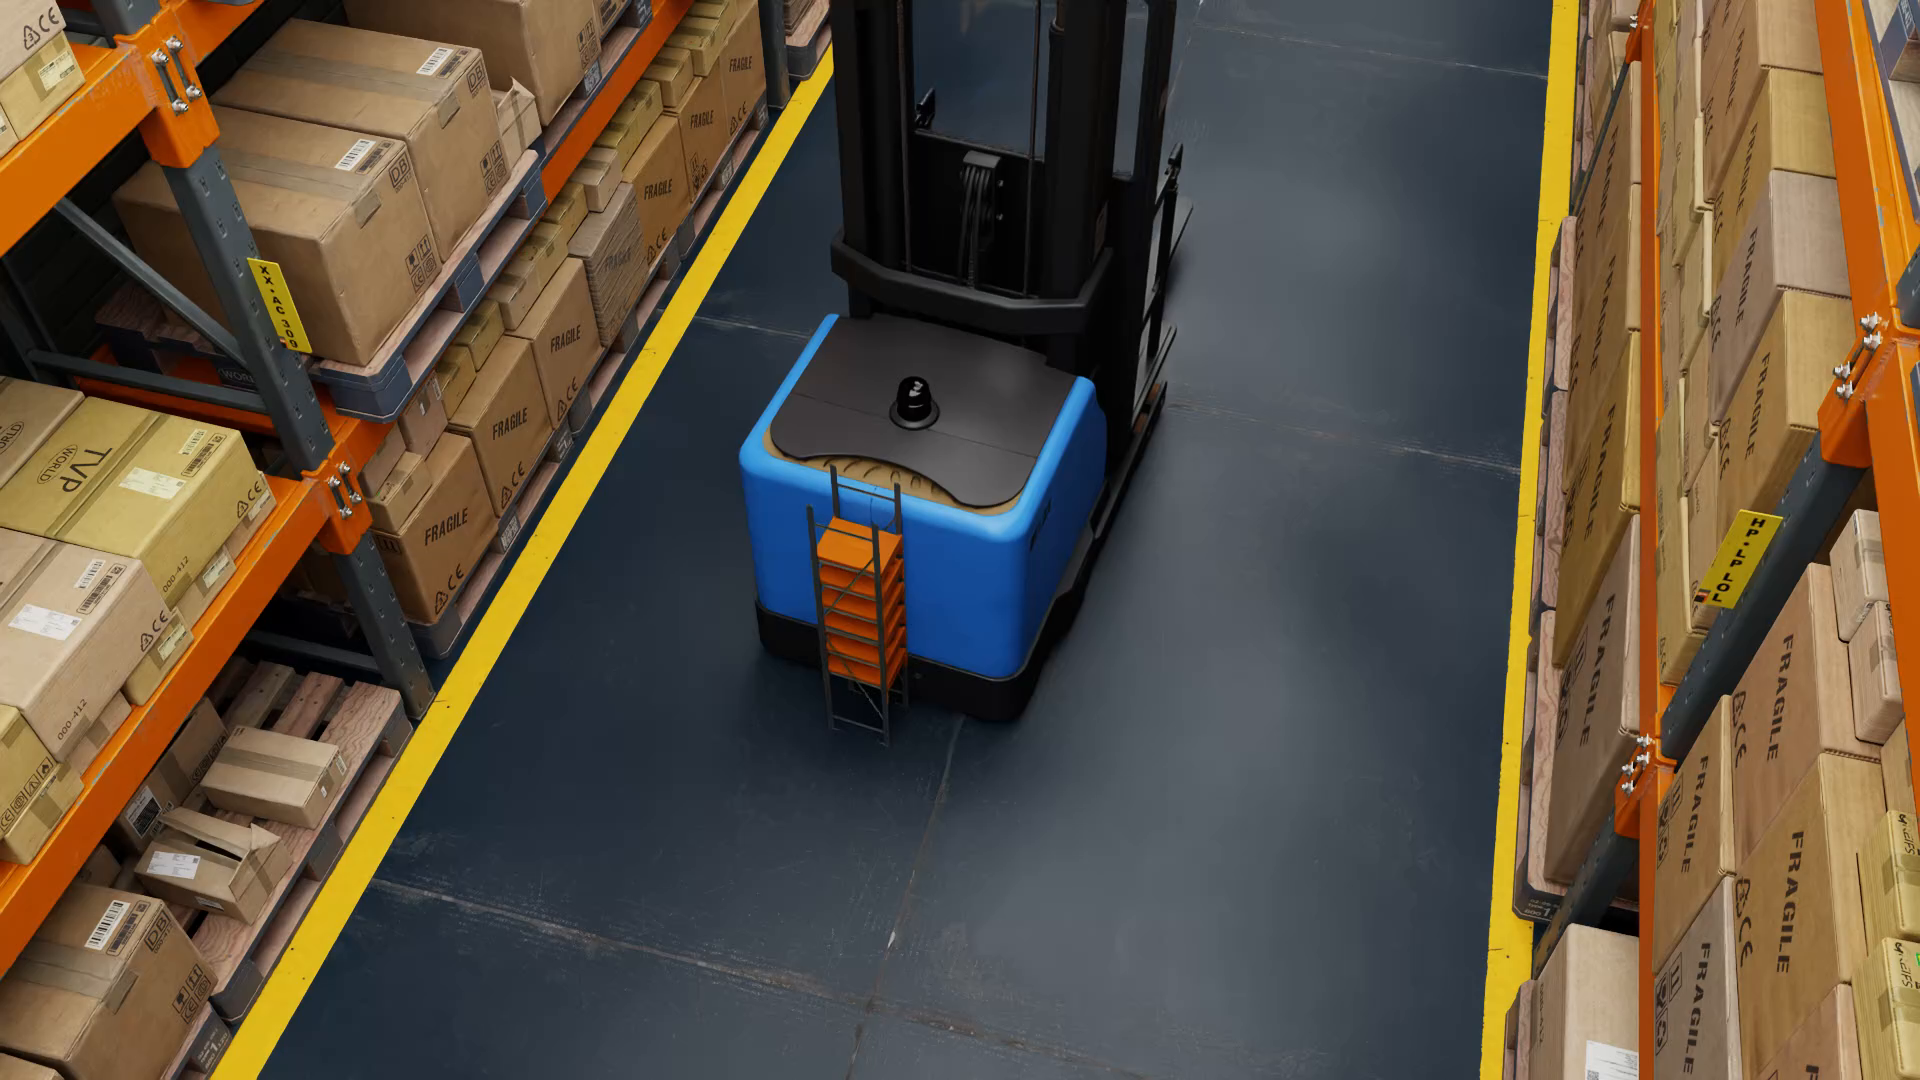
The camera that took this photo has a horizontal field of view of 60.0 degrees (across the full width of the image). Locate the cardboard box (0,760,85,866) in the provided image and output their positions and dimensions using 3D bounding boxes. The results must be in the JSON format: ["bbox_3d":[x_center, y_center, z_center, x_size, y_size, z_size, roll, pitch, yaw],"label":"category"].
[{"bbox_3d":[-2.505,0.653,4.259,0.380,0.149,0.250,11,49,9],"label":"cardboard box"}]

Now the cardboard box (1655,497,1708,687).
[{"bbox_3d":[2.228,0.182,4.608,0.500,0.250,0.500,10,49,9],"label":"cardboard box"}]

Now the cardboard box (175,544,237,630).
[{"bbox_3d":[-2.324,0.086,4.760,0.380,0.149,0.250,13,50,11],"label":"cardboard box"}]

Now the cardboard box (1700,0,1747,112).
[{"bbox_3d":[2.768,-1.711,5.444,0.500,0.500,0.500,13,50,11],"label":"cardboard box"}]

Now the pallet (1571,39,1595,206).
[{"bbox_3d":[3.613,-2.029,8.319,1.003,0.211,1.213,12,50,10],"label":"pallet"}]

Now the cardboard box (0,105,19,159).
[{"bbox_3d":[-2.314,-0.885,3.616,0.380,0.149,0.250,11,50,10],"label":"cardboard box"}]

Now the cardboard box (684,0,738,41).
[{"bbox_3d":[-1.269,-2.483,7.814,0.380,0.149,0.250,9,49,8],"label":"cardboard box"}]

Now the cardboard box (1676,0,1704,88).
[{"bbox_3d":[2.897,-1.811,6.034,0.500,0.250,0.500,13,50,11],"label":"cardboard box"}]

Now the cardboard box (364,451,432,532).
[{"bbox_3d":[-2.085,-0.204,5.803,0.380,0.149,0.250,14,50,12],"label":"cardboard box"}]

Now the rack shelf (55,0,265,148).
[{"bbox_3d":[-1.910,-2.672,5.505,1.077,0.370,4.000,12,50,10],"label":"rack shelf"}]

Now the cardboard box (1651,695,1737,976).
[{"bbox_3d":[1.977,0.761,3.930,0.500,0.500,0.500,13,50,11],"label":"cardboard box"}]

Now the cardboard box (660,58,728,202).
[{"bbox_3d":[-1.429,-1.967,7.792,0.500,0.500,0.500,11,49,9],"label":"cardboard box"}]

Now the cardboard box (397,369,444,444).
[{"bbox_3d":[-2.063,-0.500,5.865,0.380,0.149,0.250,9,49,8],"label":"cardboard box"}]

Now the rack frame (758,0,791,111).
[{"bbox_3d":[-1.384,-3.364,7.637,1.000,3.000,0.127,12,50,10],"label":"rack frame"}]

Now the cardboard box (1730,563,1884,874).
[{"bbox_3d":[1.994,0.439,3.547,0.500,0.500,0.500,12,50,10],"label":"cardboard box"}]

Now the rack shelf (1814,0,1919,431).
[{"bbox_3d":[2.880,-1.695,4.643,1.077,0.370,4.000,12,50,10],"label":"rack shelf"}]

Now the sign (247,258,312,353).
[{"bbox_3d":[-1.911,-0.656,4.669,0.100,0.325,0.005,12,50,10],"label":"sign"}]

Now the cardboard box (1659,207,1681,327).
[{"bbox_3d":[2.646,-0.922,5.582,0.500,0.250,0.500,12,50,10],"label":"cardboard box"}]

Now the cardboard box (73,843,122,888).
[{"bbox_3d":[-2.952,1.079,5.338,0.380,0.149,0.250,11,49,10],"label":"cardboard box"}]

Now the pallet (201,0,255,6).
[{"bbox_3d":[-2.197,-1.859,4.433,1.213,0.211,1.003,12,50,10],"label":"pallet"}]

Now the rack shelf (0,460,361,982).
[{"bbox_3d":[-2.963,1.214,4.077,1.077,0.370,4.000,12,50,10],"label":"rack shelf"}]

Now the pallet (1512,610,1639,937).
[{"bbox_3d":[2.484,0.856,5.773,1.003,0.211,1.213,12,50,10],"label":"pallet"}]

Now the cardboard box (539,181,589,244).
[{"bbox_3d":[-1.759,-1.362,6.825,0.380,0.149,0.250,12,50,10],"label":"cardboard box"}]

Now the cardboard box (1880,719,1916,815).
[{"bbox_3d":[1.941,0.487,3.073,0.380,0.149,0.250,11,49,10],"label":"cardboard box"}]

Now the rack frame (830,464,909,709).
[{"bbox_3d":[-0.301,0.190,5.701,0.240,1.200,0.006,16,50,13],"label":"rack frame"}]

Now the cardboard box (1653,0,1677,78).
[{"bbox_3d":[3.034,-2.033,6.563,0.500,0.250,0.500,11,49,9],"label":"cardboard box"}]

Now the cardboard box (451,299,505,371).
[{"bbox_3d":[-1.971,-0.808,6.336,0.380,0.149,0.250,11,49,9],"label":"cardboard box"}]

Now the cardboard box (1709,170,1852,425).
[{"bbox_3d":[2.358,-0.606,4.470,0.500,0.500,0.500,12,50,11],"label":"cardboard box"}]

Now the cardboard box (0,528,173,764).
[{"bbox_3d":[-2.453,0.262,4.338,0.500,0.250,0.500,12,50,10],"label":"cardboard box"}]

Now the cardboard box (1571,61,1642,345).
[{"bbox_3d":[3.144,-1.340,6.988,0.875,0.875,0.875,11,50,10],"label":"cardboard box"}]

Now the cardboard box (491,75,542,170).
[{"bbox_3d":[-1.701,-1.494,5.797,0.396,0.266,0.258,14,50,12],"label":"cardboard box"}]

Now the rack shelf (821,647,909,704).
[{"bbox_3d":[-0.333,0.443,5.857,0.258,0.103,0.180,16,50,13],"label":"rack shelf"}]

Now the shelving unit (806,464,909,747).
[{"bbox_3d":[-0.333,0.255,5.644,0.258,1.200,0.189,16,50,13],"label":"shelving unit"}]

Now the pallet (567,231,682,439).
[{"bbox_3d":[-1.940,-1.029,7.436,1.003,0.211,1.213,12,50,10],"label":"pallet"}]

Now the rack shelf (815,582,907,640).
[{"bbox_3d":[-0.333,0.205,5.587,0.258,0.103,0.180,16,50,13],"label":"rack shelf"}]

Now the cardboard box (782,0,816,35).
[{"bbox_3d":[-1.206,-3.166,8.766,0.875,0.625,0.625,13,50,11],"label":"cardboard box"}]

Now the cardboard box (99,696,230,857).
[{"bbox_3d":[-2.838,0.711,5.554,0.500,0.311,0.500,13,50,11],"label":"cardboard box"}]

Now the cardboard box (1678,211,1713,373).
[{"bbox_3d":[2.490,-0.715,5.066,0.500,0.250,0.500,13,50,11],"label":"cardboard box"}]

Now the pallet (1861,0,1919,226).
[{"bbox_3d":[2.547,-1.096,3.762,0.805,0.209,1.217,10,49,9],"label":"pallet"}]

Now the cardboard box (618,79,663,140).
[{"bbox_3d":[-1.536,-1.916,7.314,0.380,0.149,0.250,13,50,11],"label":"cardboard box"}]

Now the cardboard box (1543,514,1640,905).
[{"bbox_3d":[2.439,0.606,5.270,0.875,0.875,0.875,13,50,11],"label":"cardboard box"}]

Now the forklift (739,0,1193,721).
[{"bbox_3d":[0.240,-1.448,5.992,1.130,2.935,3.031,16,50,13],"label":"forklift"}]

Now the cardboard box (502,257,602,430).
[{"bbox_3d":[-1.826,-0.835,6.792,0.500,0.500,0.500,10,49,9],"label":"cardboard box"}]

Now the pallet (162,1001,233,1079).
[{"bbox_3d":[-2.937,1.834,4.910,1.003,0.211,1.213,12,50,10],"label":"pallet"}]
